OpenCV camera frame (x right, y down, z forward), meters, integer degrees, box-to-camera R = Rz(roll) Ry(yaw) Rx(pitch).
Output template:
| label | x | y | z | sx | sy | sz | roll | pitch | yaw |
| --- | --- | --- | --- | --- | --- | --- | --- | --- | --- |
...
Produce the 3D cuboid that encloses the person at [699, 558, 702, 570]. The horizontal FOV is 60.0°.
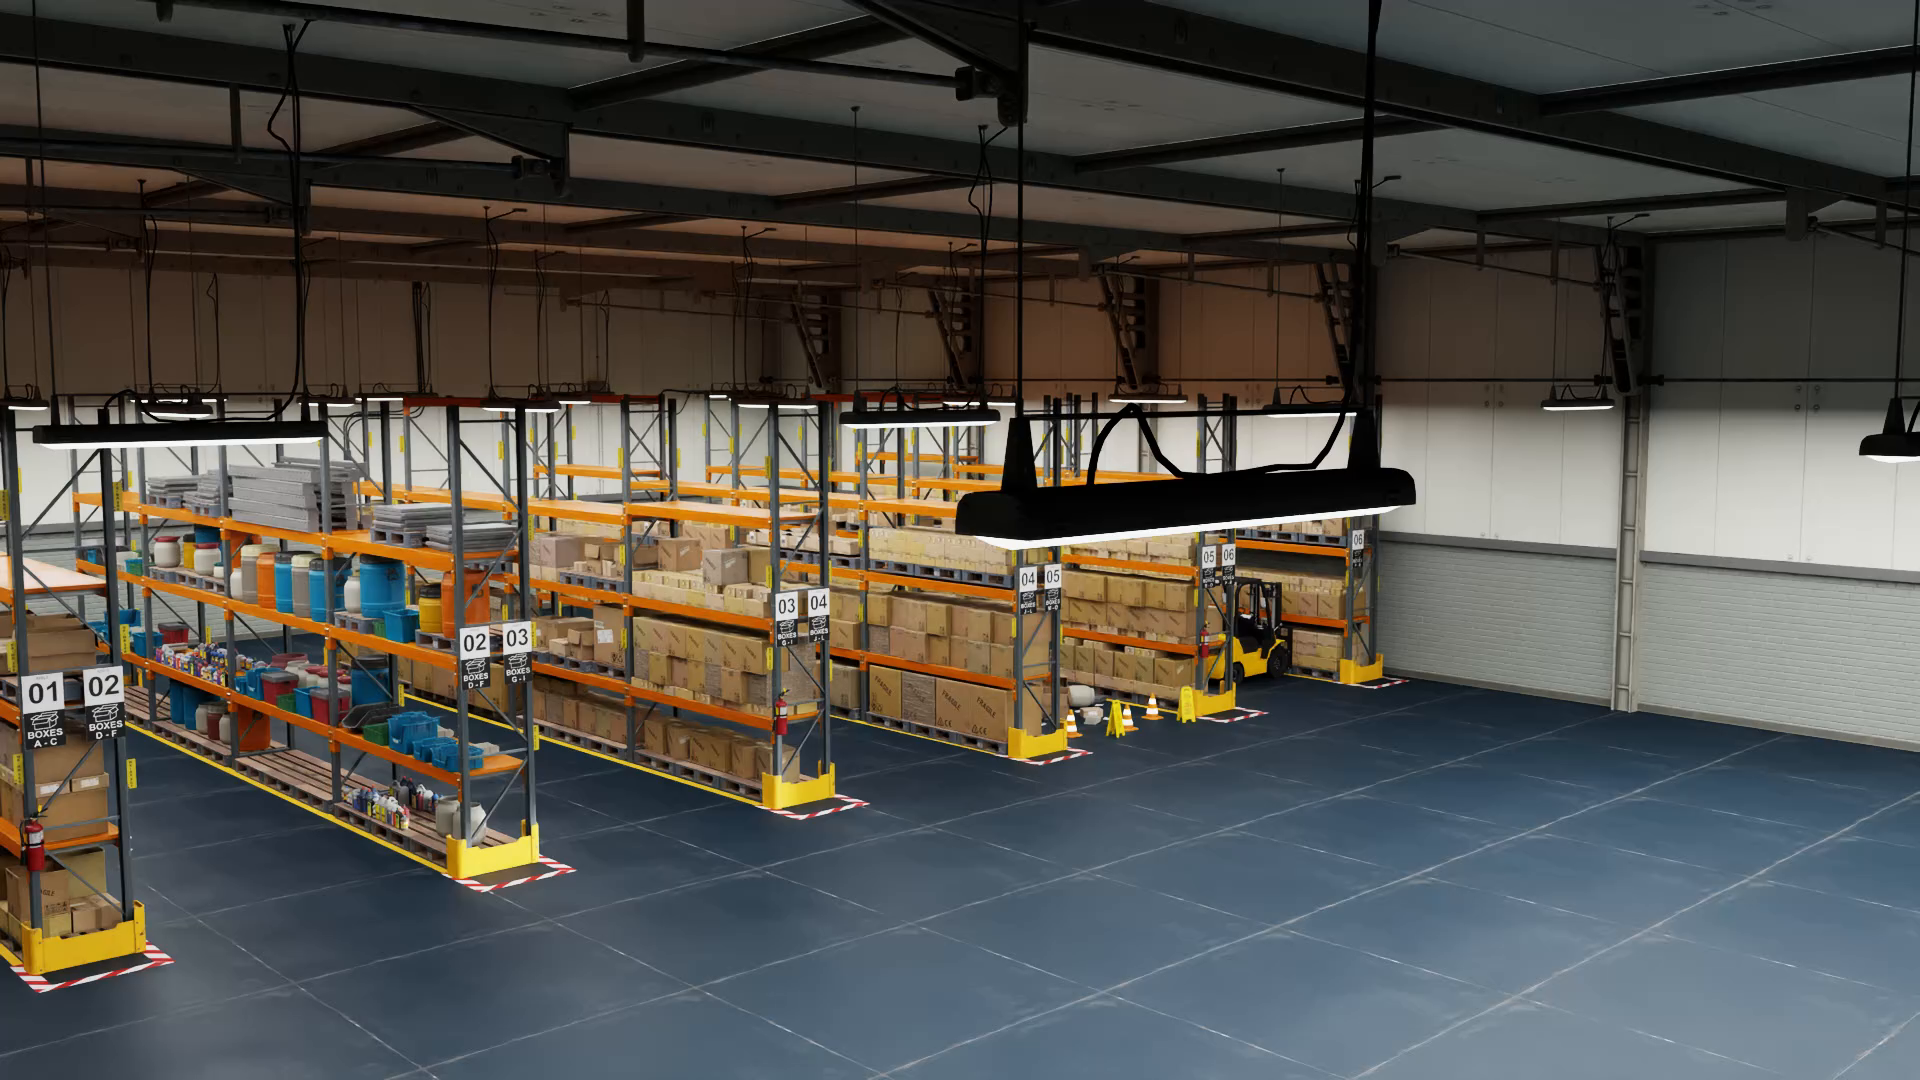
| label | x | y | z | sx | sy | sz | roll | pitch | yaw |
| --- | --- | --- | --- | --- | --- | --- | --- | --- | --- |
| person | -6.941 | 1.129 | 44.788 | 0.527 | 1.752 | 0.841 | 3 | 6 | 29 |
